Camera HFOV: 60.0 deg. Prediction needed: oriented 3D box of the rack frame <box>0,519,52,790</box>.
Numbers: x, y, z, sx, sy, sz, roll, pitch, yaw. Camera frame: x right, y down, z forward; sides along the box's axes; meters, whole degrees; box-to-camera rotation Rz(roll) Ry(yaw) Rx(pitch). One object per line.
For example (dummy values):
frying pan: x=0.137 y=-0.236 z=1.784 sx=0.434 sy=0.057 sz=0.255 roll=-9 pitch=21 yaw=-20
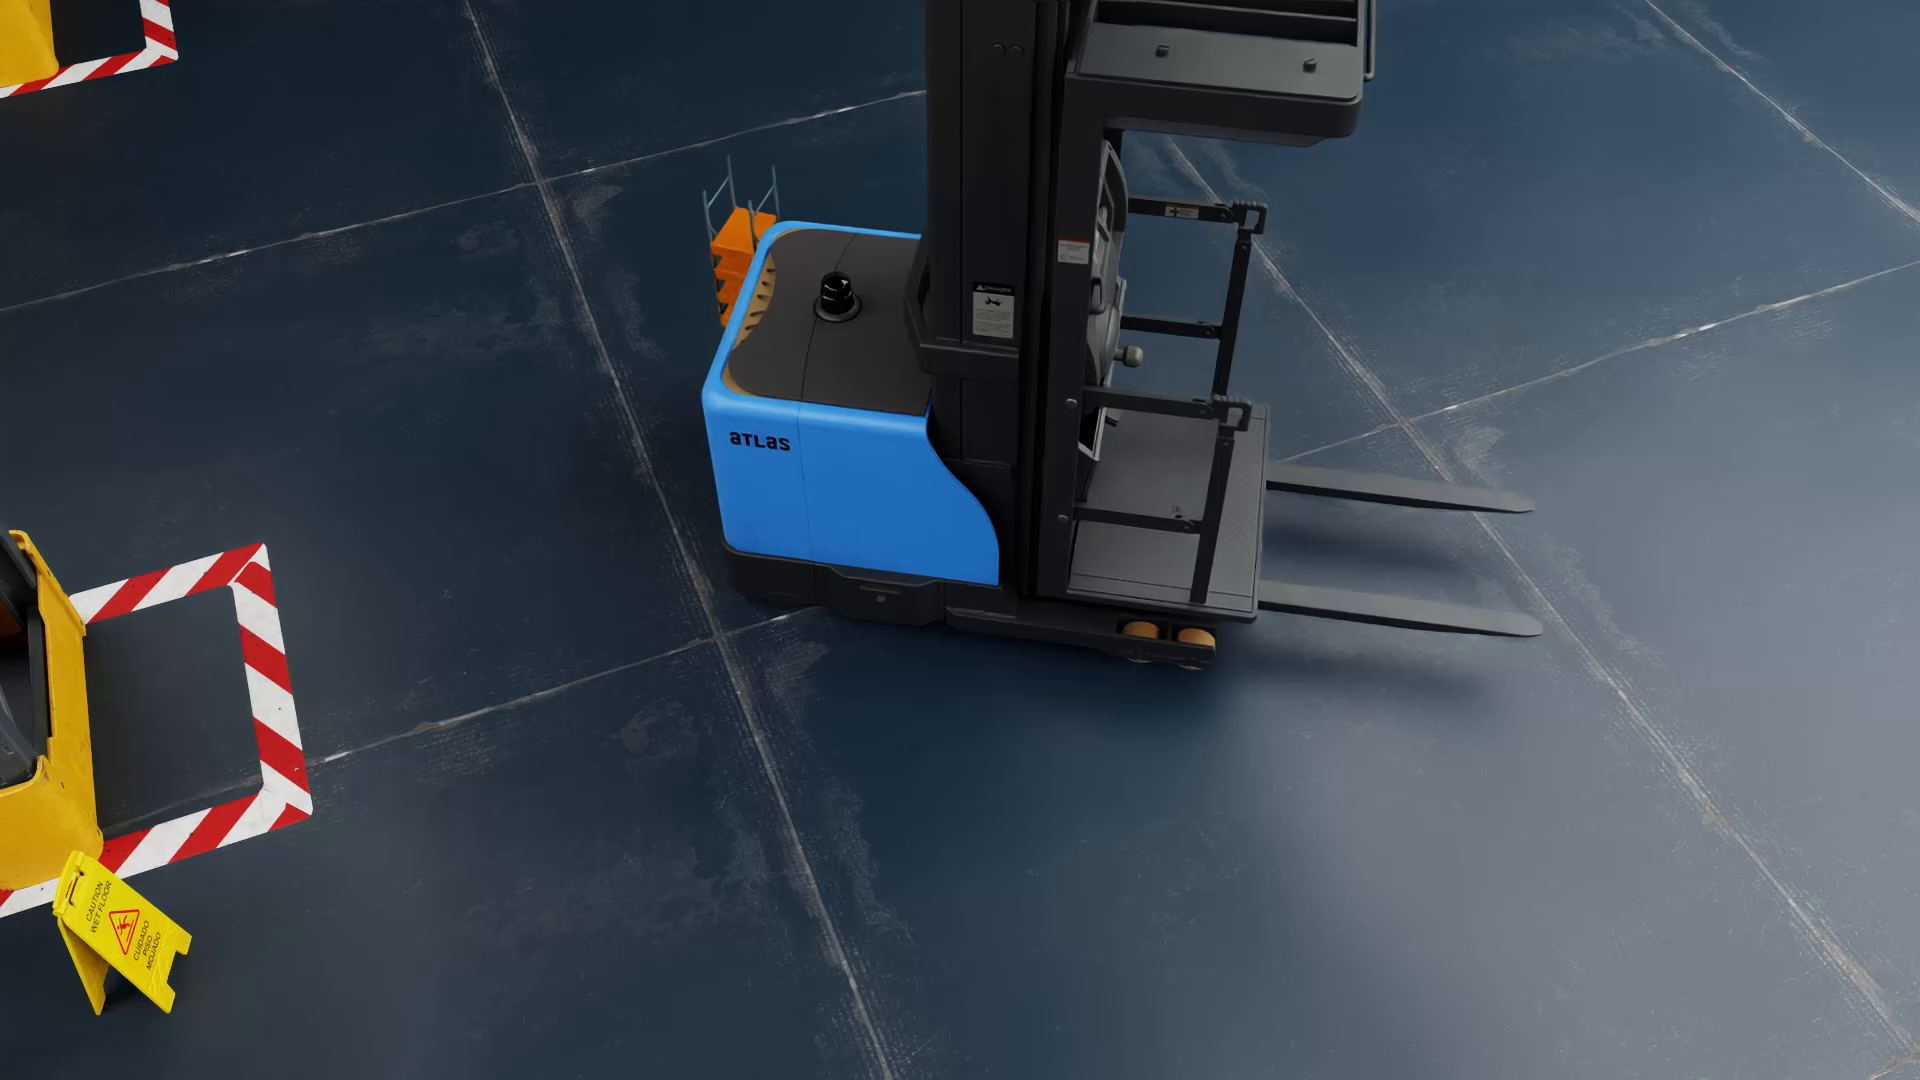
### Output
rack frame: x=-3.217 y=-0.265 z=4.841 sx=0.127 sy=3.000 sz=1.000 roll=-17 pitch=52 yaw=-14

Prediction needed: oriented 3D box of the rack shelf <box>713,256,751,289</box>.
rack shelf: x=-0.821 y=-1.074 z=6.464 sx=0.180 sy=0.103 sz=0.258 roll=14 pitch=51 yaw=12

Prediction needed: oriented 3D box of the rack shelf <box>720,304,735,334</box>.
rack shelf: x=-0.821 y=-0.918 z=6.647 sx=0.180 sy=0.103 sz=0.258 roll=14 pitch=51 yaw=12

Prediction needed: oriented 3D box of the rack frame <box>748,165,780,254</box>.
rack frame: x=-0.734 y=-0.925 z=6.594 sx=0.006 sy=1.200 sz=0.240 roll=14 pitch=51 yaw=12

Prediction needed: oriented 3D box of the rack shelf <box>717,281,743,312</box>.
rack shelf: x=-0.821 y=-0.996 z=6.555 sx=0.180 sy=0.103 sz=0.258 roll=14 pitch=51 yaw=12

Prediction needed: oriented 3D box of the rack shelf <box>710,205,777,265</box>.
rack shelf: x=-0.821 y=-1.152 z=6.373 sx=0.180 sy=0.103 sz=0.258 roll=14 pitch=51 yaw=12

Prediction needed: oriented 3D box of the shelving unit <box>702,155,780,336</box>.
shelving unit: x=-0.821 y=-0.947 z=6.613 sx=0.189 sy=1.200 sz=0.258 roll=14 pitch=51 yaw=12

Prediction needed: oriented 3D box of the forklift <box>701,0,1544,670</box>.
forklift: x=0.670 y=-0.911 z=5.441 sx=3.031 sy=2.935 sz=1.130 roll=7 pitch=50 yaw=6

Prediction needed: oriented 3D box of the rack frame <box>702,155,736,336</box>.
rack frame: x=-0.907 y=-0.969 z=6.632 sx=0.006 sy=1.200 sz=0.240 roll=14 pitch=51 yaw=12

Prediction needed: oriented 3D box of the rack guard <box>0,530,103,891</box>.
rack guard: x=-3.287 y=0.572 z=5.770 sx=0.348 sy=0.500 sz=1.175 roll=-17 pitch=52 yaw=-14

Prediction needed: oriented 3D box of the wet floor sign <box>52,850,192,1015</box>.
wet floor sign: x=-2.637 y=1.199 z=5.135 sx=0.232 sy=0.644 sz=0.267 roll=-2 pitch=49 yaw=-1

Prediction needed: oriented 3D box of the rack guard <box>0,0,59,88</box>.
rack guard: x=-5.075 y=-2.942 z=8.788 sx=0.348 sy=0.500 sz=1.175 roll=-17 pitch=52 yaw=-14
